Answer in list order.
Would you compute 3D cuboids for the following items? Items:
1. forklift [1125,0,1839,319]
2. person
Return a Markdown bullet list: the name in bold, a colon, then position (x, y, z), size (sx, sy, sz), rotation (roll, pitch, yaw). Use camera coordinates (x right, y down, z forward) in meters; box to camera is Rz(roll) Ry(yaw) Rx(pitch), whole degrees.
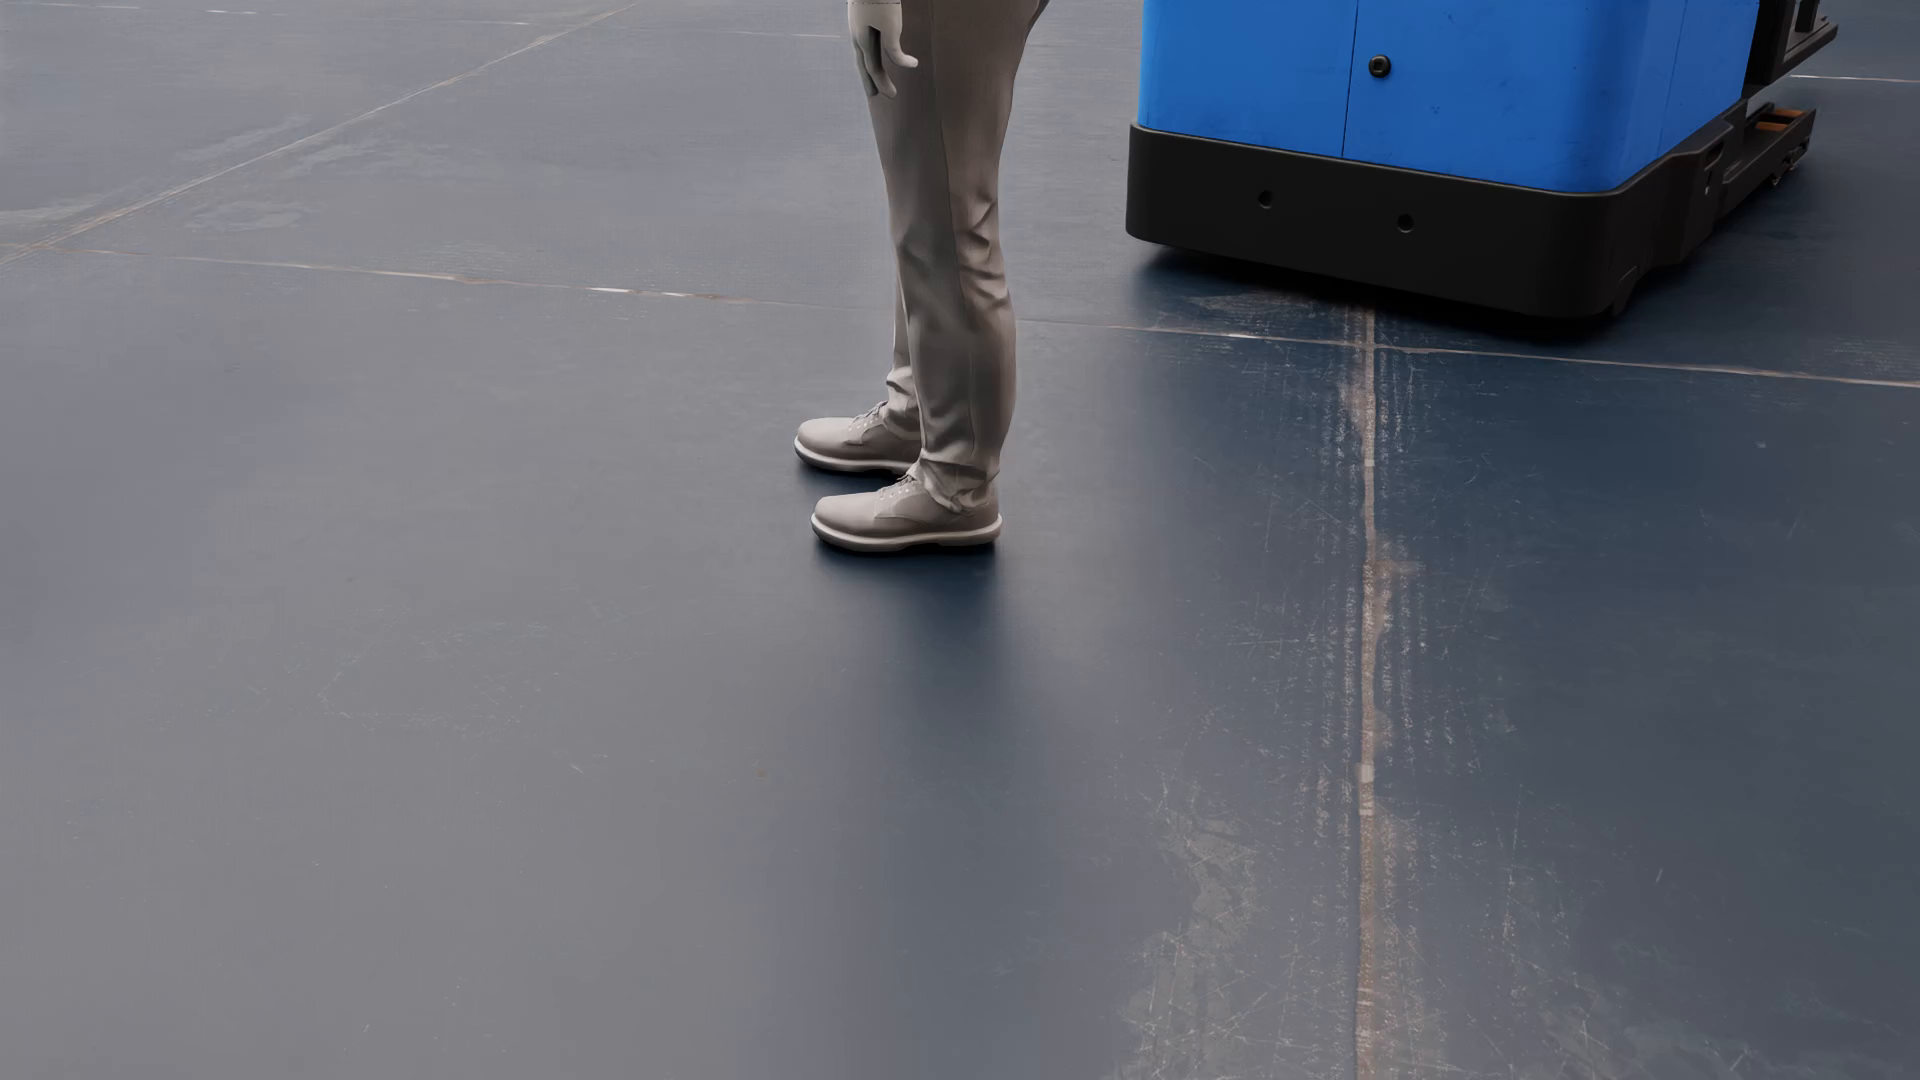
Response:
- **forklift**: position (1.634, -2.339, 3.883), size (1.130, 2.935, 3.031), rotation (18, 32, 31)
- **person**: position (-0.064, -0.773, 2.134), size (0.533, 1.696, 0.588), rotation (6, 27, 11)
